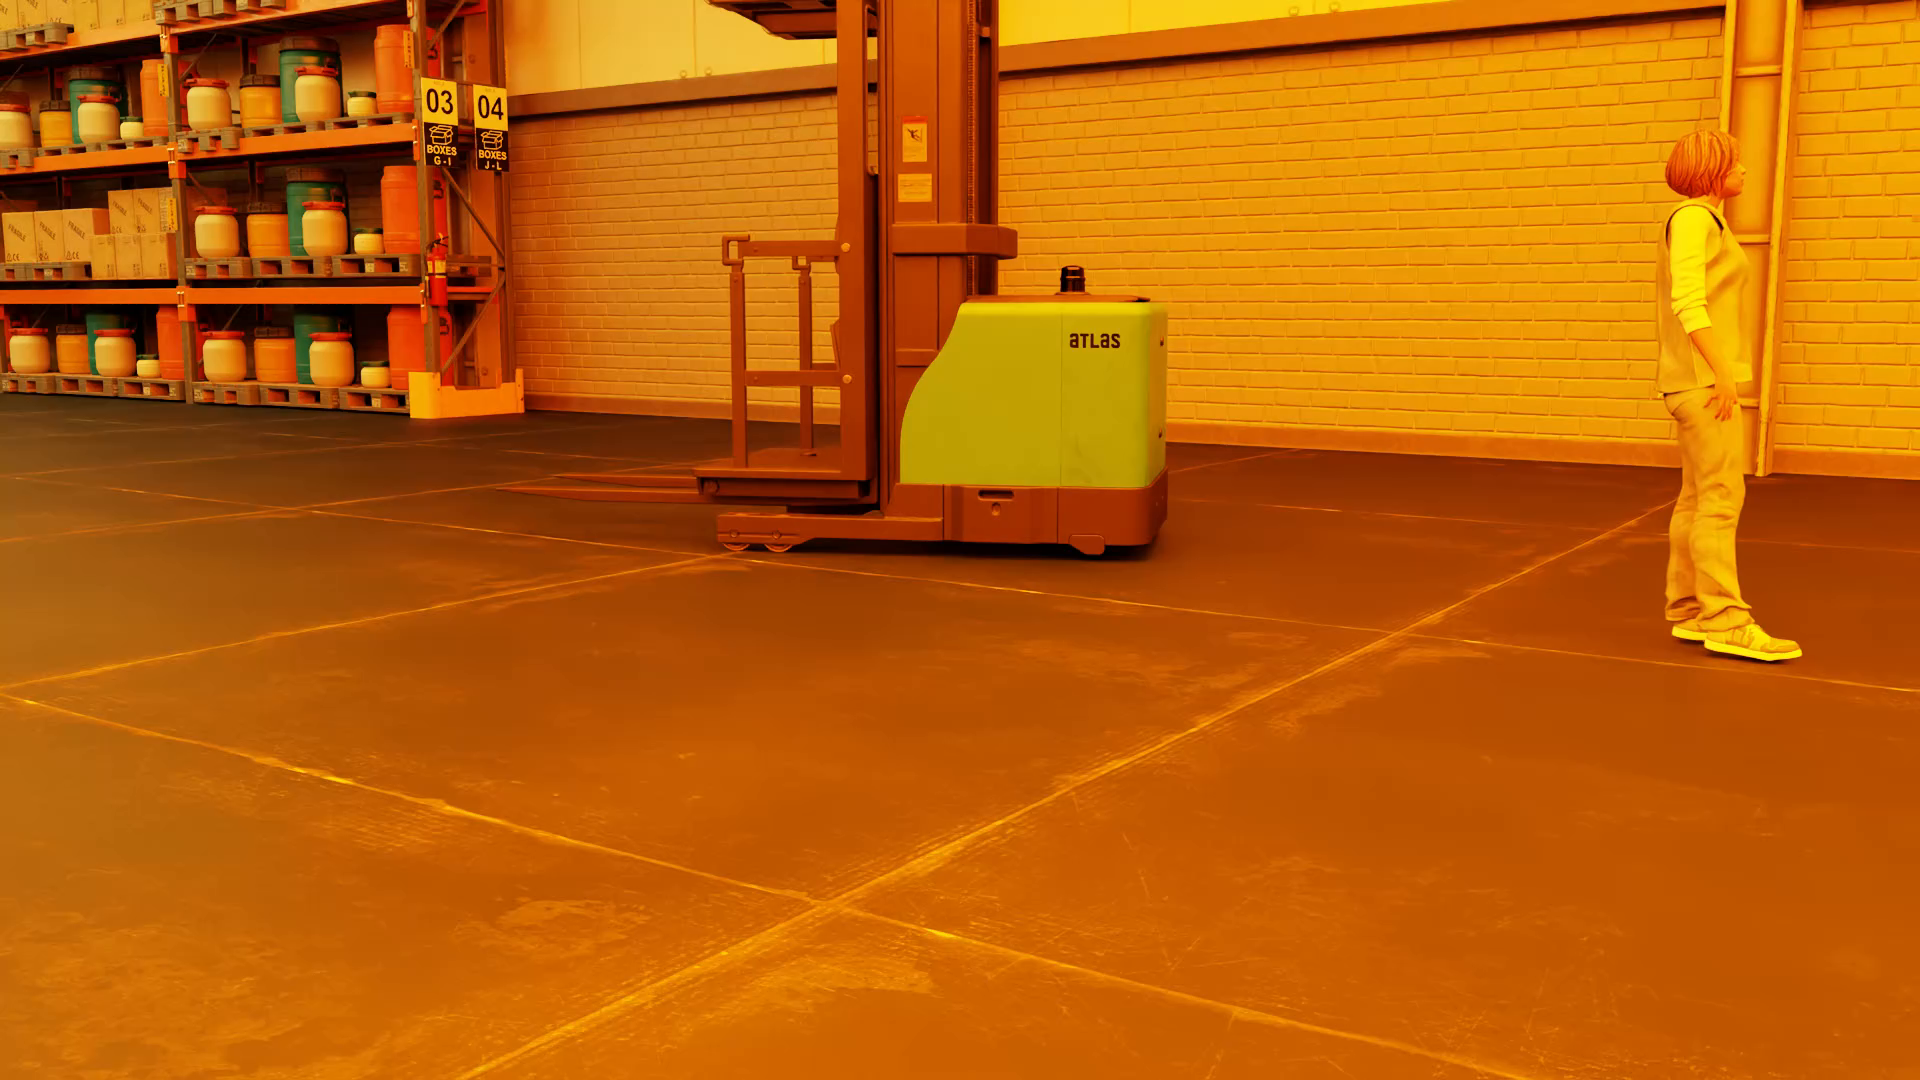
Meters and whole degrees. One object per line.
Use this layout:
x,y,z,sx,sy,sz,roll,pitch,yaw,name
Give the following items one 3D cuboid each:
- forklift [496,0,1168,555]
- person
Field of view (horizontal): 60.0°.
-0.596,-1.469,7.520,3.031,2.935,1.130,2,8,12,forklift
2.387,-0.463,5.147,0.468,1.600,0.514,3,9,23,person
